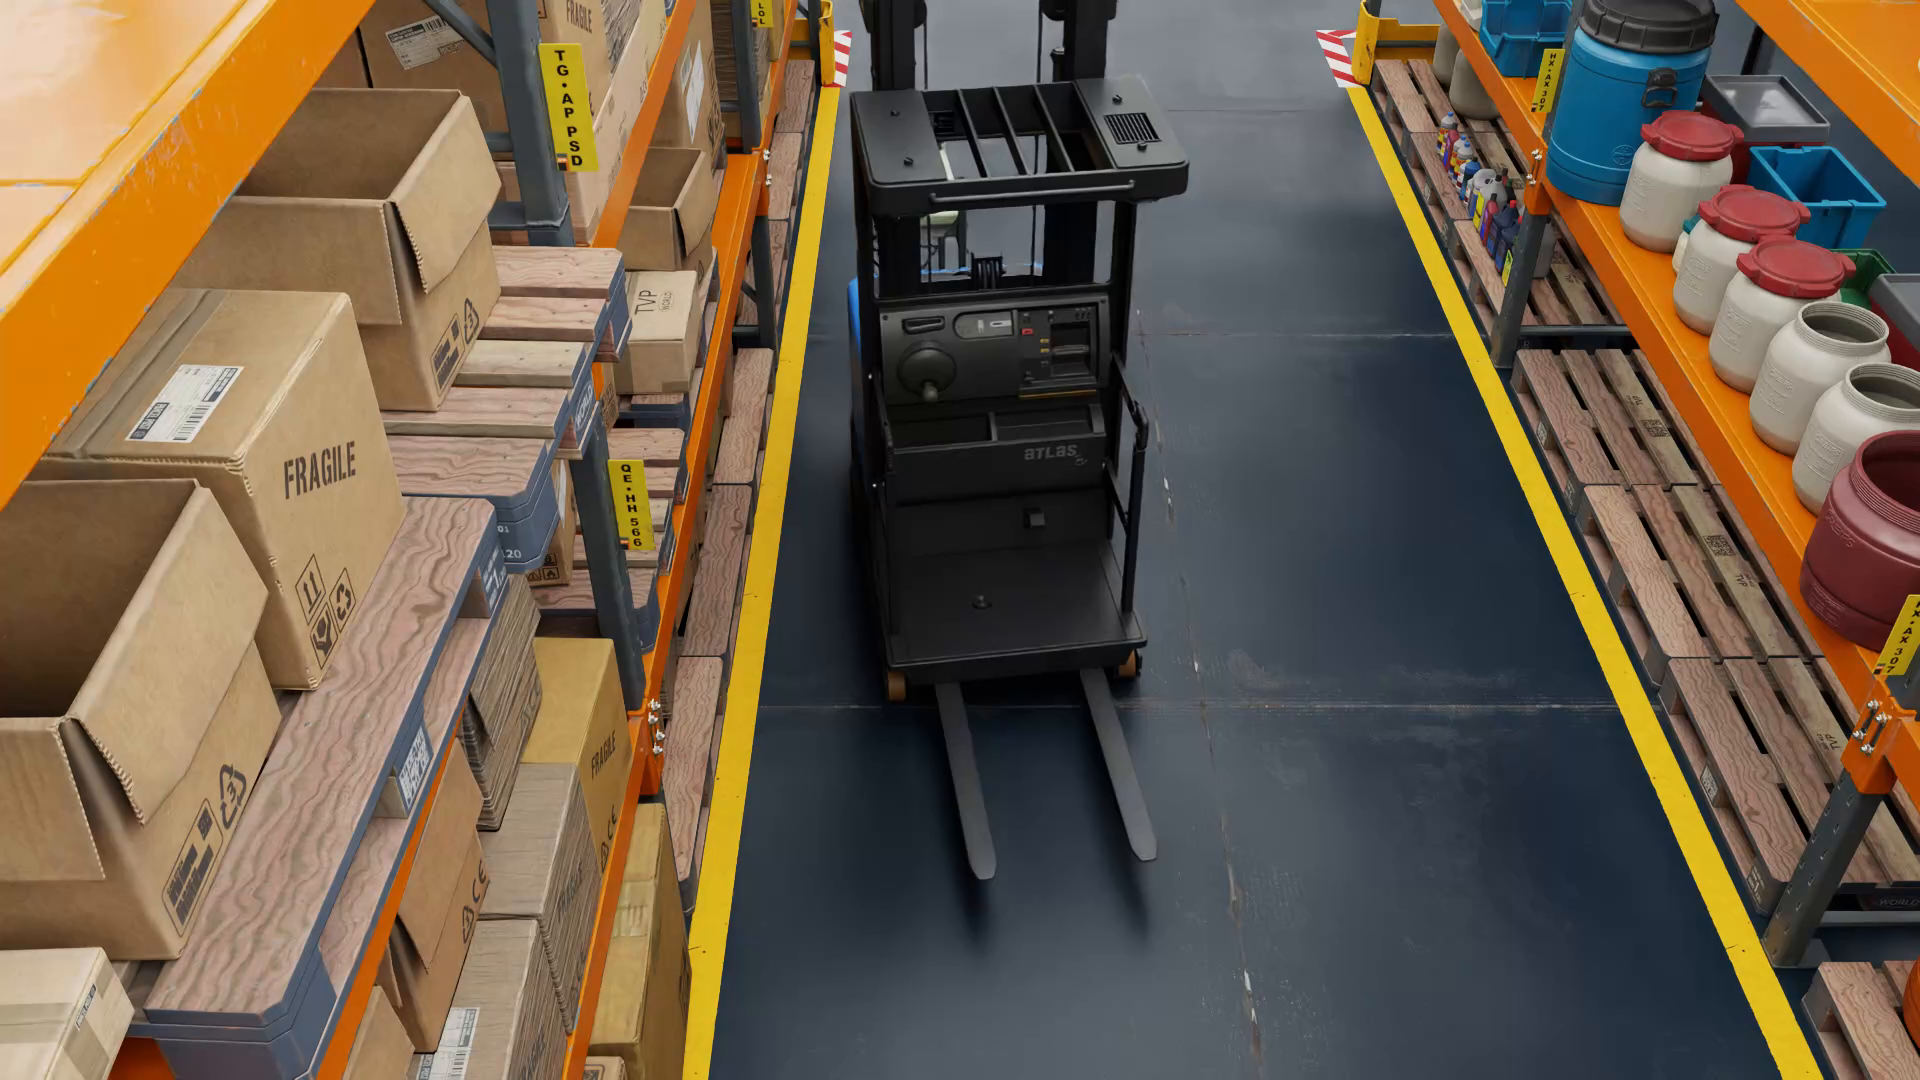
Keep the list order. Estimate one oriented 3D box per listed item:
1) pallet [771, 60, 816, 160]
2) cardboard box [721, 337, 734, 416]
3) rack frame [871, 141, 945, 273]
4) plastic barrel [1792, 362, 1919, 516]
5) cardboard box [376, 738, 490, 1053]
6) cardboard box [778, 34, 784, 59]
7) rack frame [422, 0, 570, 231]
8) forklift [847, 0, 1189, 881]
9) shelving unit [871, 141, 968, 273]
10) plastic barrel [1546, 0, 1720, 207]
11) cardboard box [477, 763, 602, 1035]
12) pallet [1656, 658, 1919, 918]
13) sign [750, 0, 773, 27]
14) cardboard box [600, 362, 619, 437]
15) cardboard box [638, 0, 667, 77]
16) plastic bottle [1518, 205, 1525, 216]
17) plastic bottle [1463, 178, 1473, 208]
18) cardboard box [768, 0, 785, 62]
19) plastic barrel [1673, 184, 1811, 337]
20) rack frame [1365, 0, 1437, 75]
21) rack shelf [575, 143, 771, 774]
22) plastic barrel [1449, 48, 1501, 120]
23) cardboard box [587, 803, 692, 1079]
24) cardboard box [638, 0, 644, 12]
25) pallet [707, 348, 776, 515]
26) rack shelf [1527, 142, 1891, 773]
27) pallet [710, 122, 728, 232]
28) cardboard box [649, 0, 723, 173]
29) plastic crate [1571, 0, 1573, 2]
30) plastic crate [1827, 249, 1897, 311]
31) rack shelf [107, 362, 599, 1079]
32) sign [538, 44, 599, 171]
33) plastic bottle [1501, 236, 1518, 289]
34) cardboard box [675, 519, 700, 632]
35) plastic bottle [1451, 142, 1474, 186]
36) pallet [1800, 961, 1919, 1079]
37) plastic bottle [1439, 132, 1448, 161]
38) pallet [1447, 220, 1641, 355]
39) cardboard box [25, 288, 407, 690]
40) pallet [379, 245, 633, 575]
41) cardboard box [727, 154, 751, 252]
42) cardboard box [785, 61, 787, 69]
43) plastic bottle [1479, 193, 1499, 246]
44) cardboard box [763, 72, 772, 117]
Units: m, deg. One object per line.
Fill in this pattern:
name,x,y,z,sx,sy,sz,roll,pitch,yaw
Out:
pallet,-1.544,-3.003,11.574,1.003,0.211,1.213,0,39,0
cardboard box,-1.526,-0.958,8.439,0.700,0.500,0.500,-3,39,-4
rack frame,-0.279,-1.531,8.707,0.400,1.500,0.023,-5,39,-7
plastic barrel,3.238,-0.334,5.925,0.421,0.512,0.421,0,39,0
cardboard box,-1.517,0.790,3.729,0.797,0.503,0.637,1,39,1
cardboard box,-1.188,-2.807,9.301,0.380,0.149,0.250,0,39,0
rack frame,-1.500,-1.985,3.277,1.000,3.000,0.127,0,39,0
forklift,0.177,-0.692,6.515,1.130,2.935,3.031,-5,39,-7
shelving unit,-0.226,-1.305,8.424,0.431,1.500,0.755,-5,39,-7
plastic barrel,3.146,-2.103,7.820,0.600,0.901,0.708,0,39,0
cardboard box,-1.257,0.937,4.348,0.500,0.500,0.500,0,39,0
pallet,3.491,0.956,6.634,1.003,0.211,1.213,0,39,0
sign,-0.950,-2.600,7.915,0.100,0.325,0.005,0,39,0
cardboard box,-1.641,-0.534,5.847,0.700,0.500,0.500,5,39,7
cardboard box,-1.256,-1.693,5.430,0.500,0.250,0.500,1,39,1
plastic bottle,3.307,-1.796,9.665,0.152,0.276,0.135,0,39,0
plastic bottle,3.135,-2.129,10.139,0.097,0.201,0.097,0,39,0
cardboard box,-1.409,-2.895,8.891,0.875,0.500,0.500,0,39,0
plastic barrel,3.231,-1.145,6.917,0.433,0.535,0.433,0,39,0
rack frame,3.444,-4.650,11.400,1.000,3.000,0.127,0,39,0
rack shelf,-1.502,-0.614,6.938,1.077,0.370,4.000,0,39,0
plastic barrel,3.521,-3.119,11.142,0.421,0.512,0.421,0,39,0
cardboard box,-1.520,1.453,5.147,1.225,0.875,0.875,-2,39,-2
cardboard box,-1.248,-1.974,5.182,0.500,0.500,0.500,-1,39,-1
pallet,-1.502,-0.570,8.539,1.003,0.211,1.213,0,39,0
rack shelf,3.451,-0.618,6.943,1.077,0.370,4.000,0,39,0
pallet,-1.649,-1.593,7.738,1.003,0.211,1.213,0,39,0
cardboard box,-1.644,-2.046,7.335,1.000,1.000,1.000,0,39,0
plastic crate,3.729,-2.915,9.404,0.450,0.188,0.662,0,39,0
plastic crate,3.733,-0.977,6.986,0.450,0.188,0.662,0,39,0
rack shelf,-1.498,0.717,2.879,1.077,0.370,4.000,0,39,0
sign,-0.945,-1.043,4.022,0.100,0.325,0.005,0,39,0
plastic bottle,3.118,-1.561,9.366,0.061,0.283,0.133,2,39,2
cardboard box,-1.542,0.039,7.195,0.700,0.500,0.500,3,39,4
plastic bottle,3.135,-2.347,10.355,0.097,0.271,0.097,0,39,0
pallet,3.495,1.934,5.414,1.003,0.211,1.213,0,39,0
plastic bottle,3.134,-2.531,10.642,0.097,0.201,0.097,0,39,0
pallet,3.489,-1.481,9.675,1.003,0.211,1.213,0,39,0
cardboard box,-1.338,-0.096,2.903,0.500,0.500,0.500,2,39,2
pallet,-1.446,-0.338,3.771,1.213,0.211,1.003,2,39,2
cardboard box,-1.473,-1.942,9.684,0.500,0.500,0.500,12,40,14
cardboard box,-1.525,-3.445,11.559,0.500,0.500,0.500,7,39,8
plastic bottle,3.117,-1.885,9.770,0.061,0.283,0.133,2,39,3
cardboard box,-1.191,-2.338,8.716,0.380,0.149,0.250,0,39,0
